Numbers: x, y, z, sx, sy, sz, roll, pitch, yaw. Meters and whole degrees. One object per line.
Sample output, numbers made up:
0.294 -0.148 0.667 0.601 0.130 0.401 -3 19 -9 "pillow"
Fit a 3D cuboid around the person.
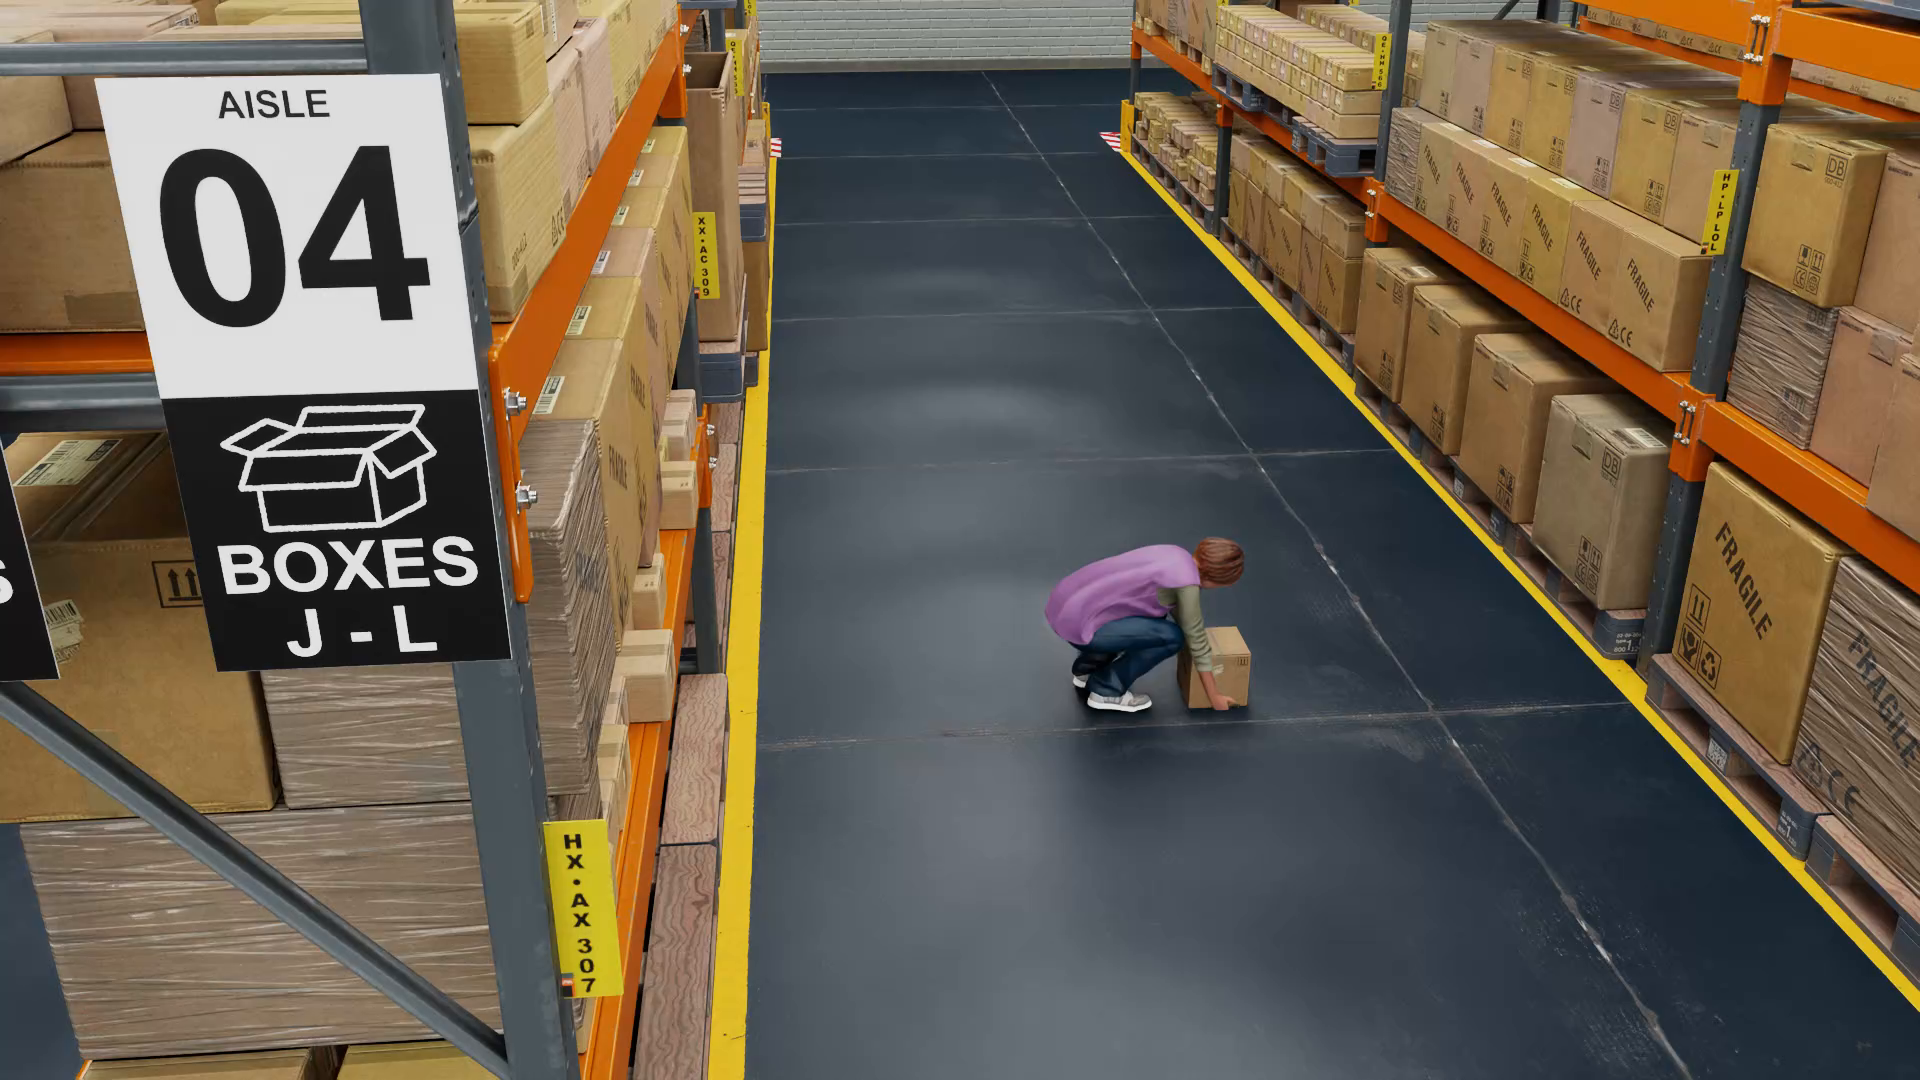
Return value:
0.769 0.365 6.967 0.841 0.757 0.427 -3 24 -6 "person"
